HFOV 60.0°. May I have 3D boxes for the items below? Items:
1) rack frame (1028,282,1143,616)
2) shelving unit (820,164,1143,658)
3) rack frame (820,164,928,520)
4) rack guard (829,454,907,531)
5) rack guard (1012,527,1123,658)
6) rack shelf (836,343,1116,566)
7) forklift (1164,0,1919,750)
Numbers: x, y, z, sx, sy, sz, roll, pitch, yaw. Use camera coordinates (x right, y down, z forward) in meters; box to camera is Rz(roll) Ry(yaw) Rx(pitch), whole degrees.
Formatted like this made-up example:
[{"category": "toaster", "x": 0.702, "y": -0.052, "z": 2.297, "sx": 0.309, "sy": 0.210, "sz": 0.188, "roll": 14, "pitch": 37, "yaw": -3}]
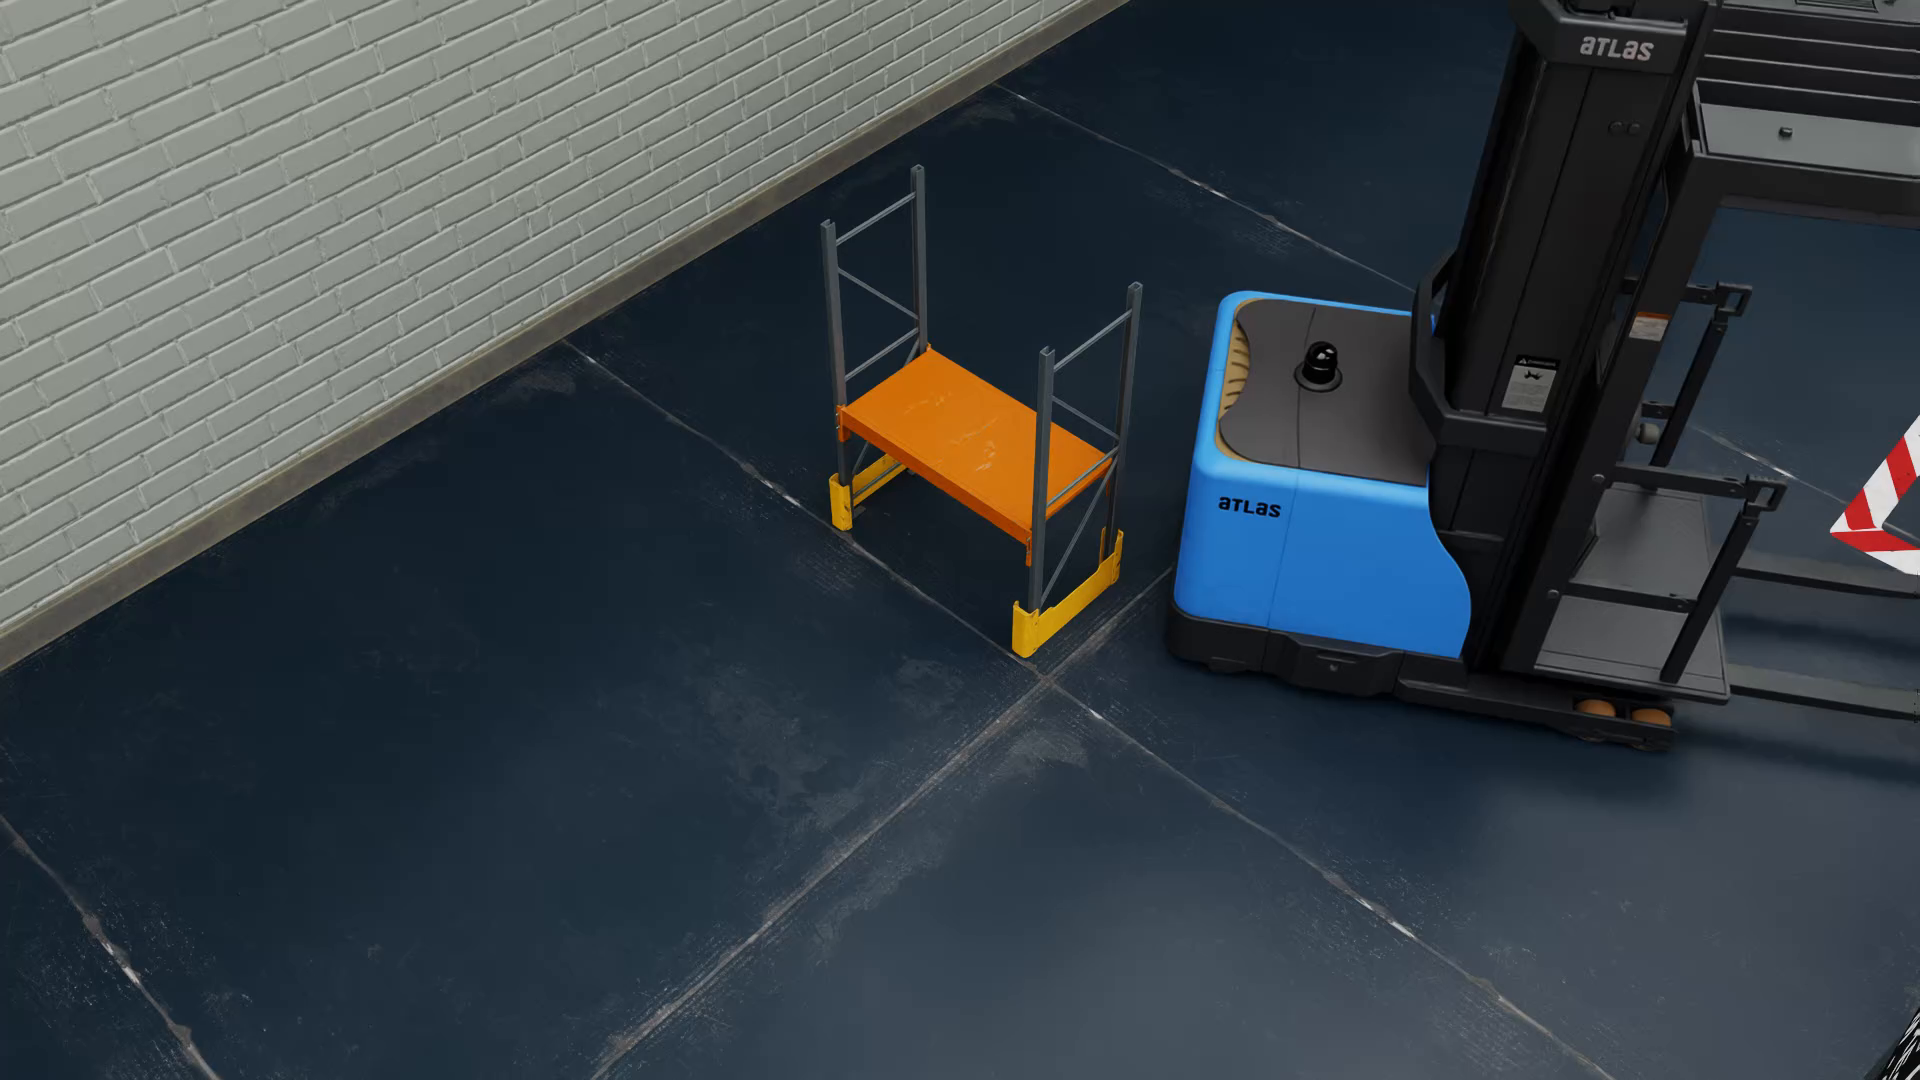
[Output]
[{"category": "rack frame", "x": 0.436, "y": -0.220, "z": 6.036, "sx": 0.032, "sy": 1.500, "sz": 0.500, "roll": 34, "pitch": 55, "yaw": 28}, {"category": "shelving unit", "x": 0.056, "y": -0.476, "z": 6.276, "sx": 1.083, "sy": 1.500, "sz": 0.587, "roll": 34, "pitch": 55, "yaw": 28}, {"category": "rack frame", "x": -0.311, "y": -0.723, "z": 6.508, "sx": 0.032, "sy": 1.500, "sz": 0.500, "roll": 34, "pitch": 55, "yaw": 28}, {"category": "rack guard", "x": -0.310, "y": -0.294, "z": 6.963, "sx": 0.087, "sy": 0.250, "sz": 0.587, "roll": 34, "pitch": 55, "yaw": 28}, {"category": "rack guard", "x": 0.422, "y": 0.198, "z": 6.501, "sx": 0.087, "sy": 0.250, "sz": 0.587, "roll": 34, "pitch": 55, "yaw": 28}, {"category": "rack shelf", "x": 0.063, "y": -0.348, "z": 6.403, "sx": 1.000, "sy": 0.185, "sz": 0.538, "roll": 34, "pitch": 55, "yaw": 28}, {"category": "forklift", "x": 2.358, "y": -0.655, "z": 5.463, "sx": 3.031, "sy": 2.935, "sz": 1.130, "roll": 9, "pitch": 47, "yaw": 8}]
